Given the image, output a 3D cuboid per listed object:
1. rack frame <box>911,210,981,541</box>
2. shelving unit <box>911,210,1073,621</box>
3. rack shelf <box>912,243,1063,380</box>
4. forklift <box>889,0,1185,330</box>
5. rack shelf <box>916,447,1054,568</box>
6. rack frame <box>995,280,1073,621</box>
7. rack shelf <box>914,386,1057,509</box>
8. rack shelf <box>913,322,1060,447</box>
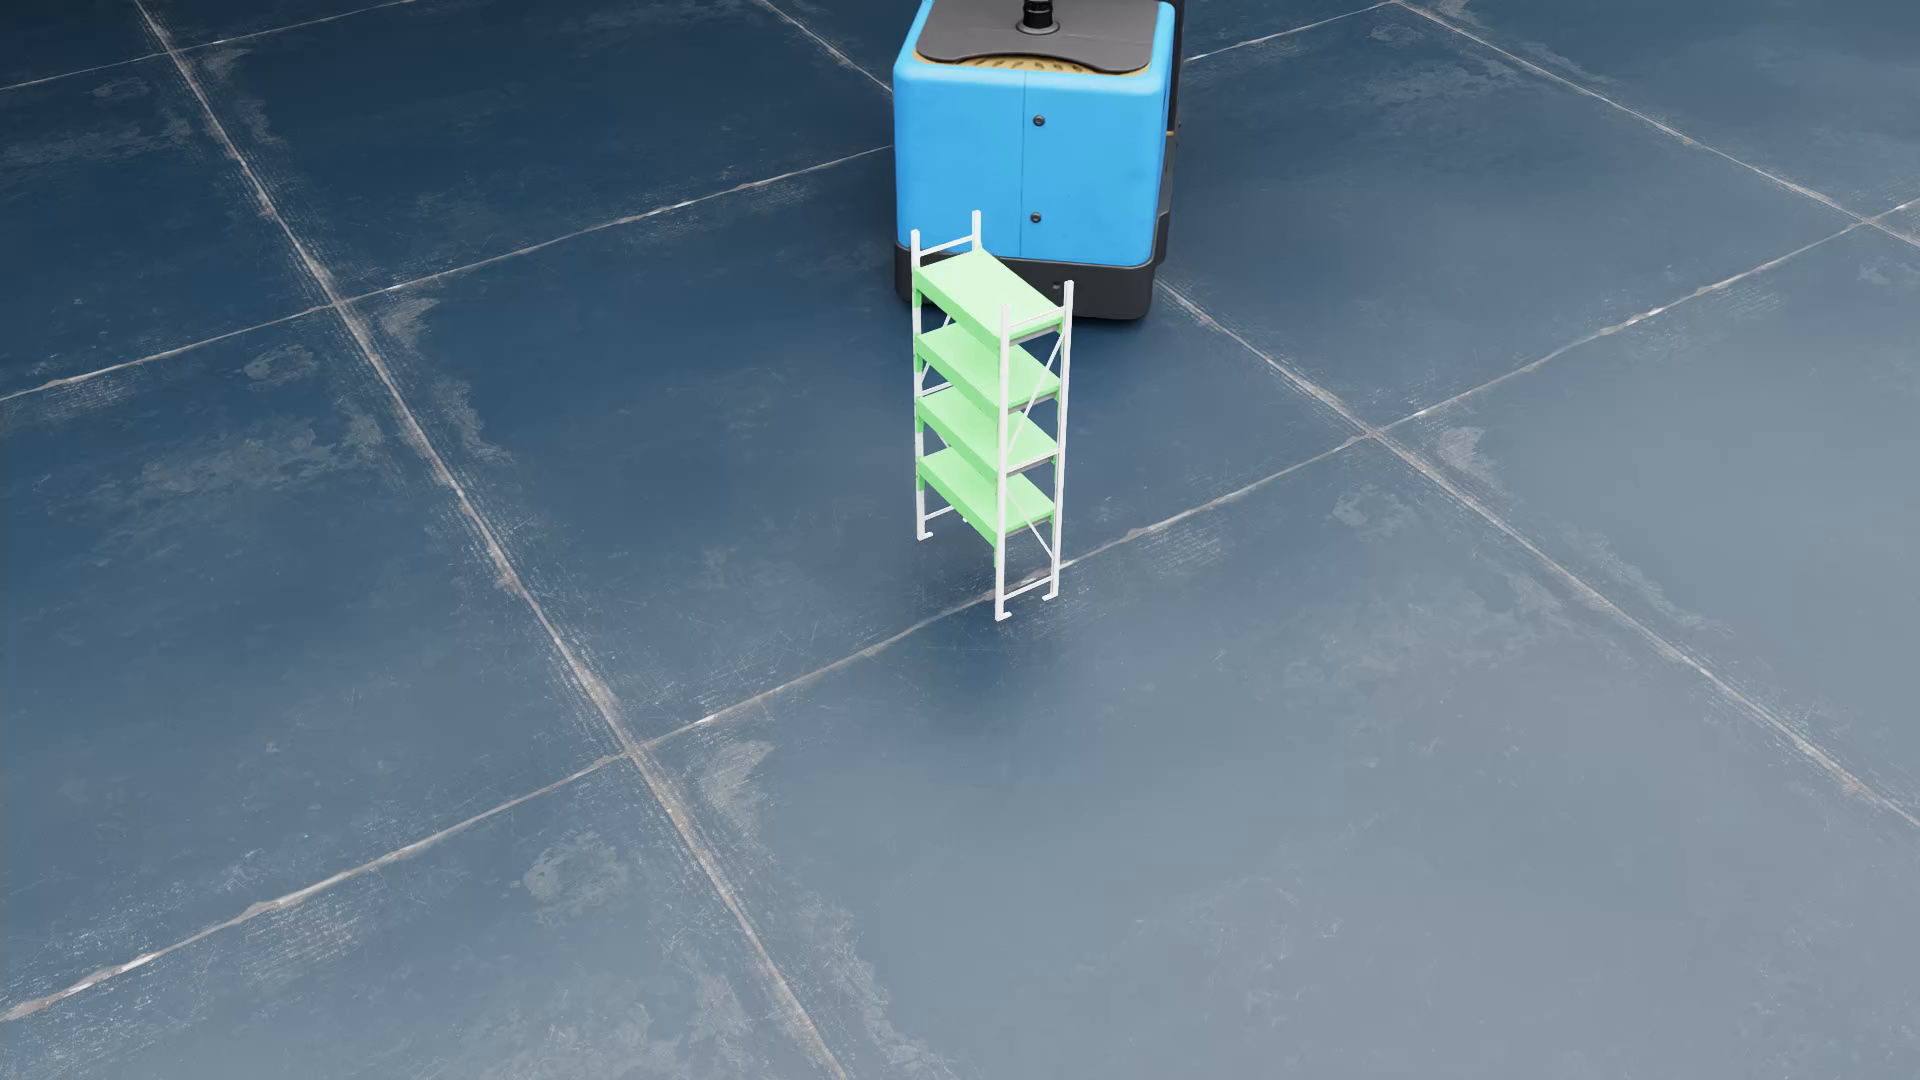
[{"bbox_3d":[-0.042,-0.503,5.417,0.240,1.200,0.015,-22,45,-24],"label":"rack frame"},{"bbox_3d":[0.089,-0.372,5.259,0.258,1.200,0.503,-22,45,-24],"label":"shelving unit"},{"bbox_3d":[0.089,-0.691,4.992,0.258,0.148,0.480,-22,45,-24],"label":"rack shelf"},{"bbox_3d":[0.458,-2.909,6.951,1.130,2.935,3.031,6,40,7],"label":"forklift"},{"bbox_3d":[0.089,-0.138,5.453,0.258,0.148,0.480,-22,45,-24],"label":"rack shelf"},{"bbox_3d":[0.220,-0.240,5.101,0.240,1.200,0.015,-22,45,-24],"label":"rack frame"},{"bbox_3d":[0.089,-0.323,5.300,0.258,0.148,0.480,-22,45,-24],"label":"rack shelf"},{"bbox_3d":[0.089,-0.507,5.146,0.258,0.148,0.480,-22,45,-24],"label":"rack shelf"}]
